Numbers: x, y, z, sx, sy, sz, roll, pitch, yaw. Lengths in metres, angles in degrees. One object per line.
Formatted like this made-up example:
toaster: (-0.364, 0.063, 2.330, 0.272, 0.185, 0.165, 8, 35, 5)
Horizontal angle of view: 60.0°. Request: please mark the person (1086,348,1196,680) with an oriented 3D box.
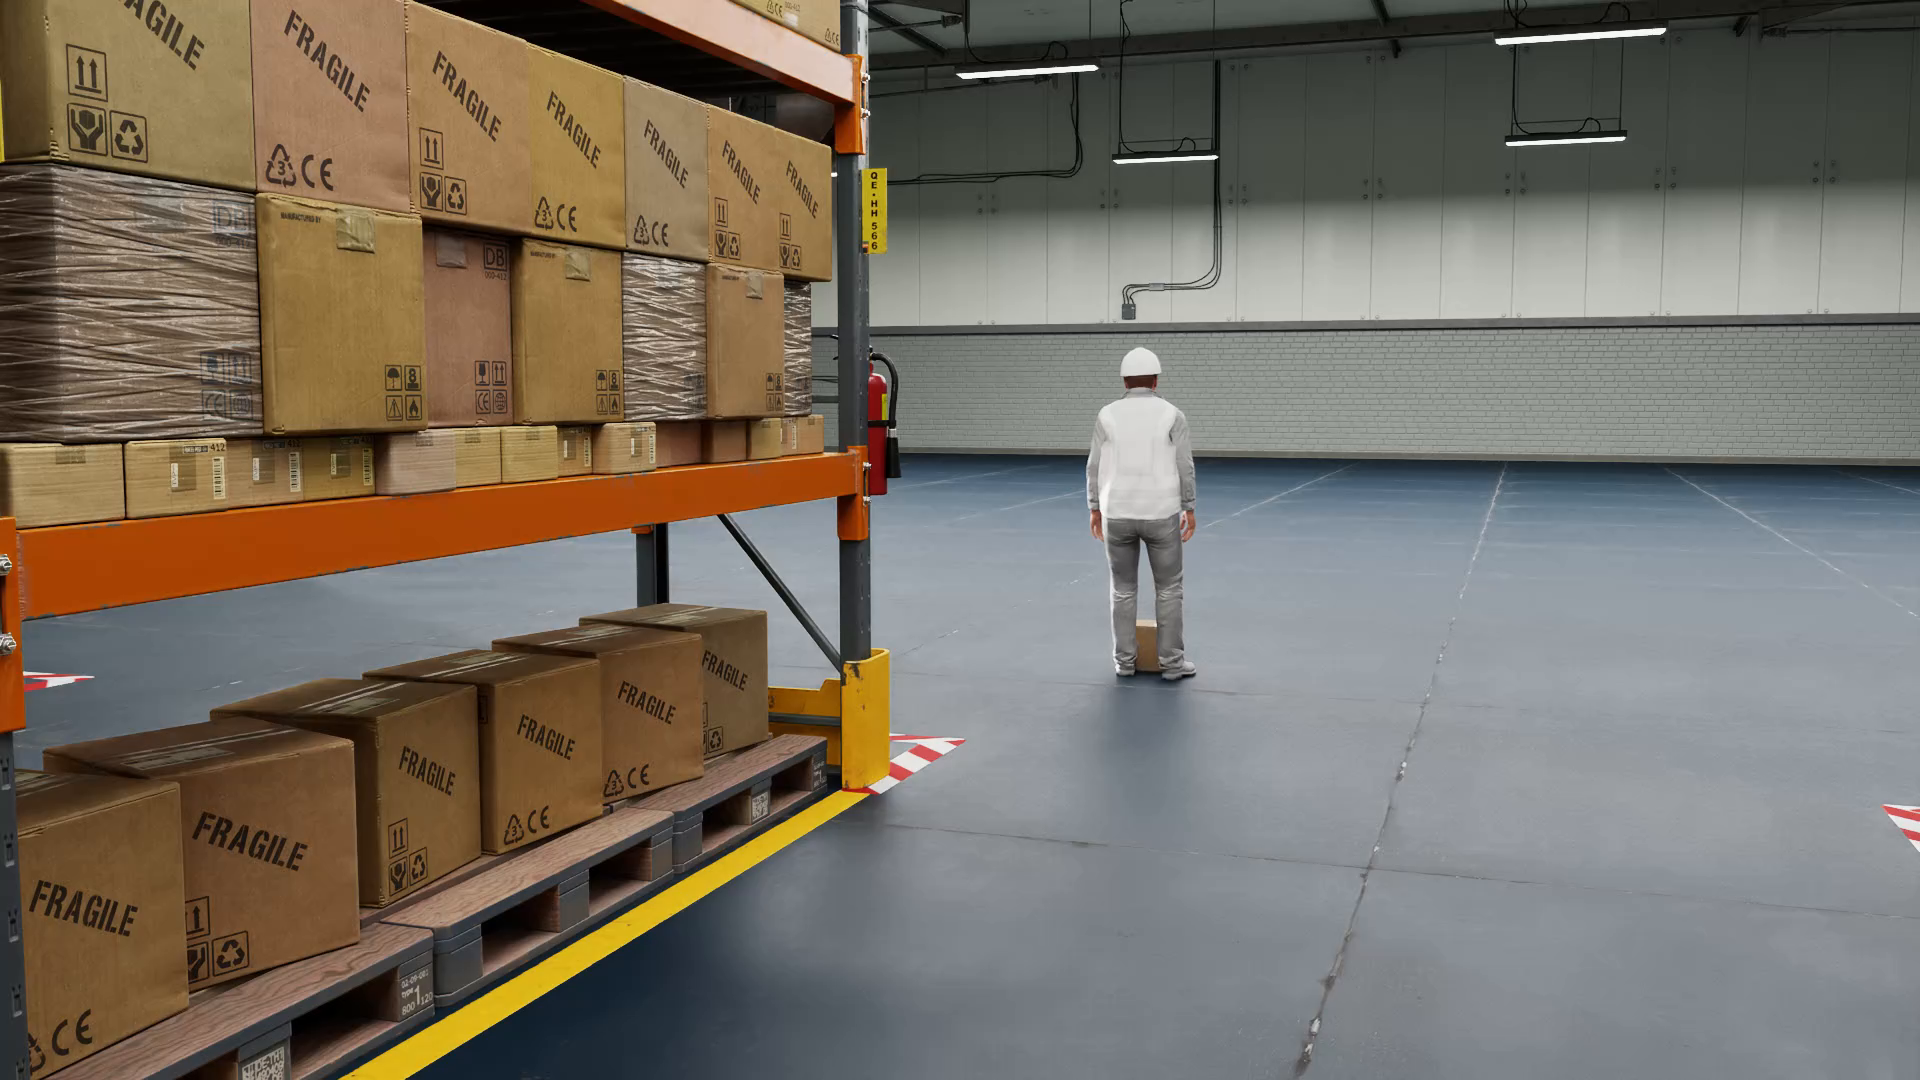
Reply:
person: (0.979, -0.146, 8.969, 0.591, 1.770, 0.466, 2, 5, 16)
